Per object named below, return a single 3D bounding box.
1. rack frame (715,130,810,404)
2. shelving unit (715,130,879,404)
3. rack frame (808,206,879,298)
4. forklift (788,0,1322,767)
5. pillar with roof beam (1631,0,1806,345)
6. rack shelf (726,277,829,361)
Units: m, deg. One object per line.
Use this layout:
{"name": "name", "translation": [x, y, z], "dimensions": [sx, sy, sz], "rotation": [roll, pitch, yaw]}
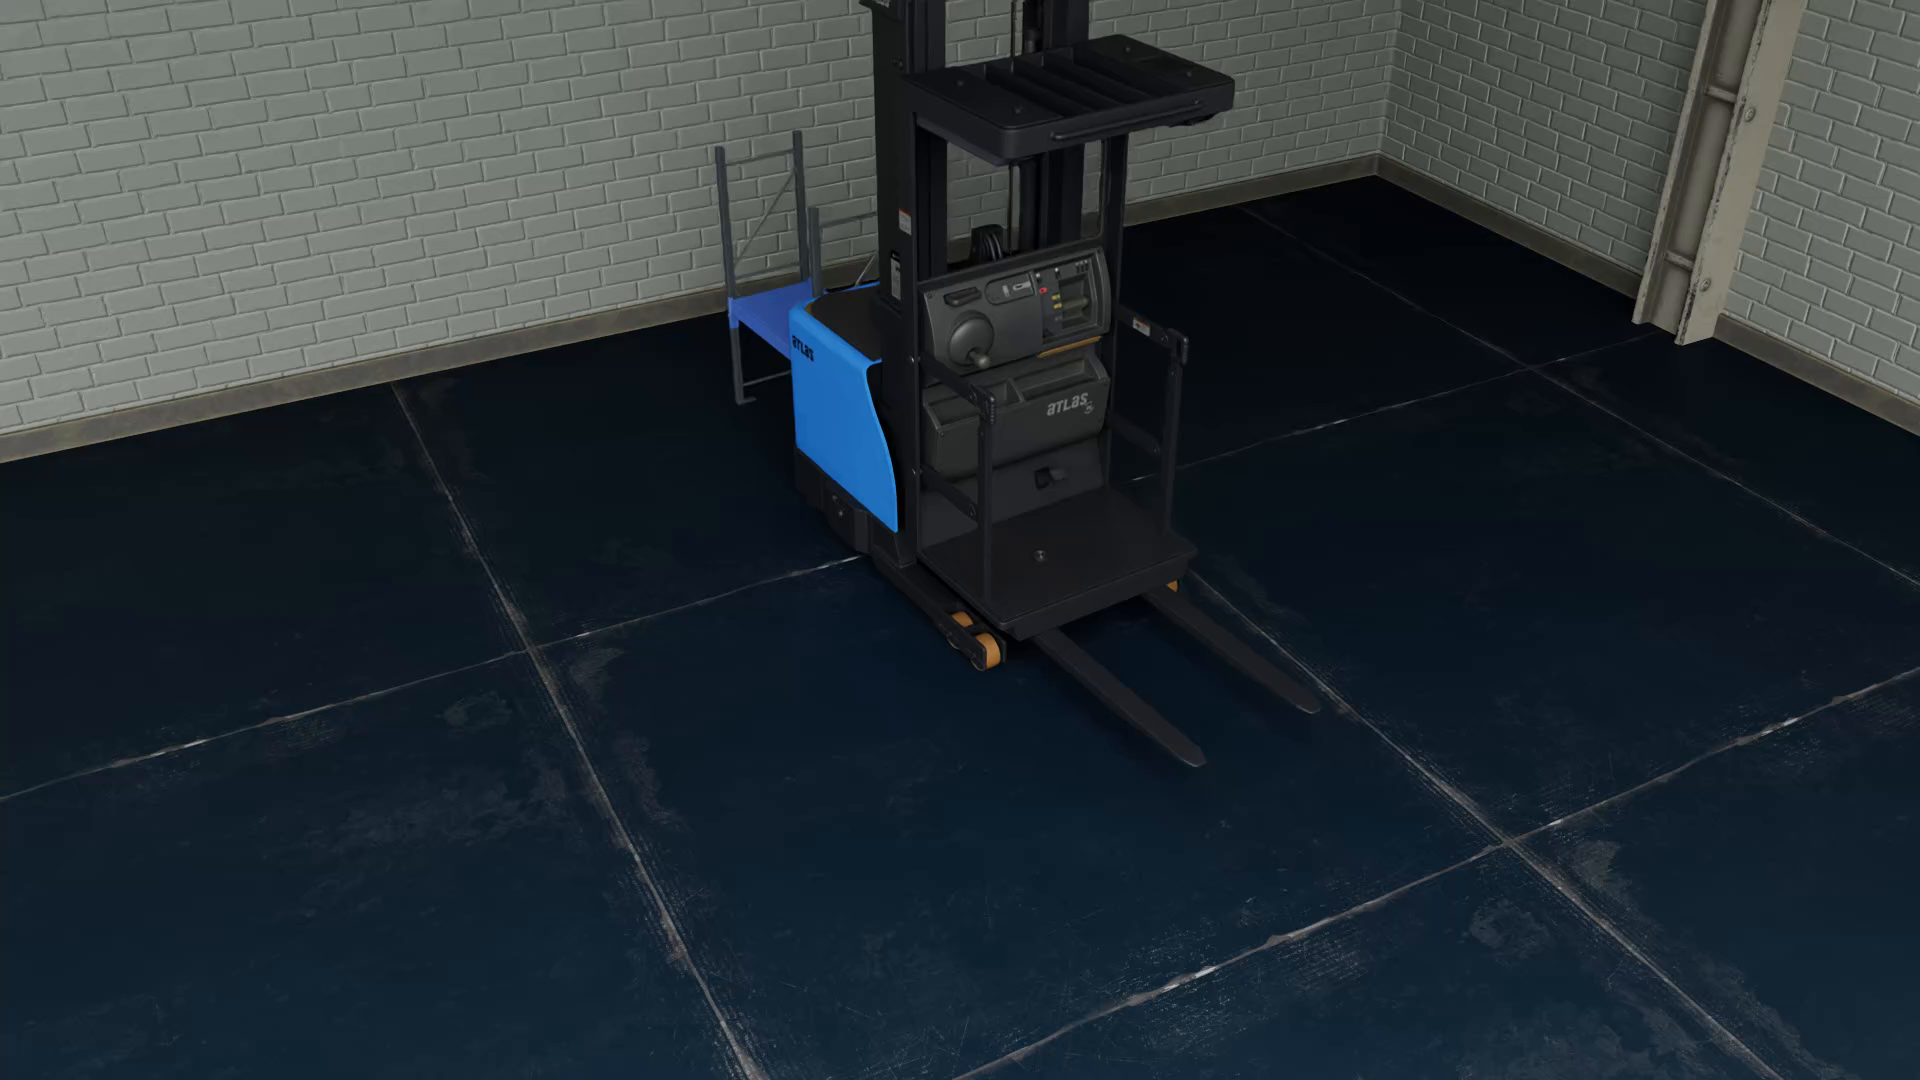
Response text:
{"name": "rack frame", "translation": [-1.062, -1.482, 9.174], "dimensions": [0.500, 1.500, 0.032], "rotation": [-19, 37, -27]}
{"name": "shelving unit", "translation": [-0.786, -1.252, 8.814], "dimensions": [0.538, 1.500, 1.048], "rotation": [-19, 37, -27]}
{"name": "rack frame", "translation": [-0.510, -1.022, 8.455], "dimensions": [0.500, 1.500, 0.032], "rotation": [-19, 37, -27]}
{"name": "forklift", "translation": [0.373, -0.949, 7.014], "dimensions": [1.130, 2.935, 3.031], "rotation": [-19, 37, -27]}
{"name": "pillar with roof beam", "translation": [0.609, -4.019, 6.181], "dimensions": [9.100, 9.000, 0.400], "rotation": [-16, 36, -23]}
{"name": "rack shelf", "translation": [-0.786, -1.101, 8.911], "dimensions": [0.538, 0.185, 1.000], "rotation": [-19, 37, -27]}
